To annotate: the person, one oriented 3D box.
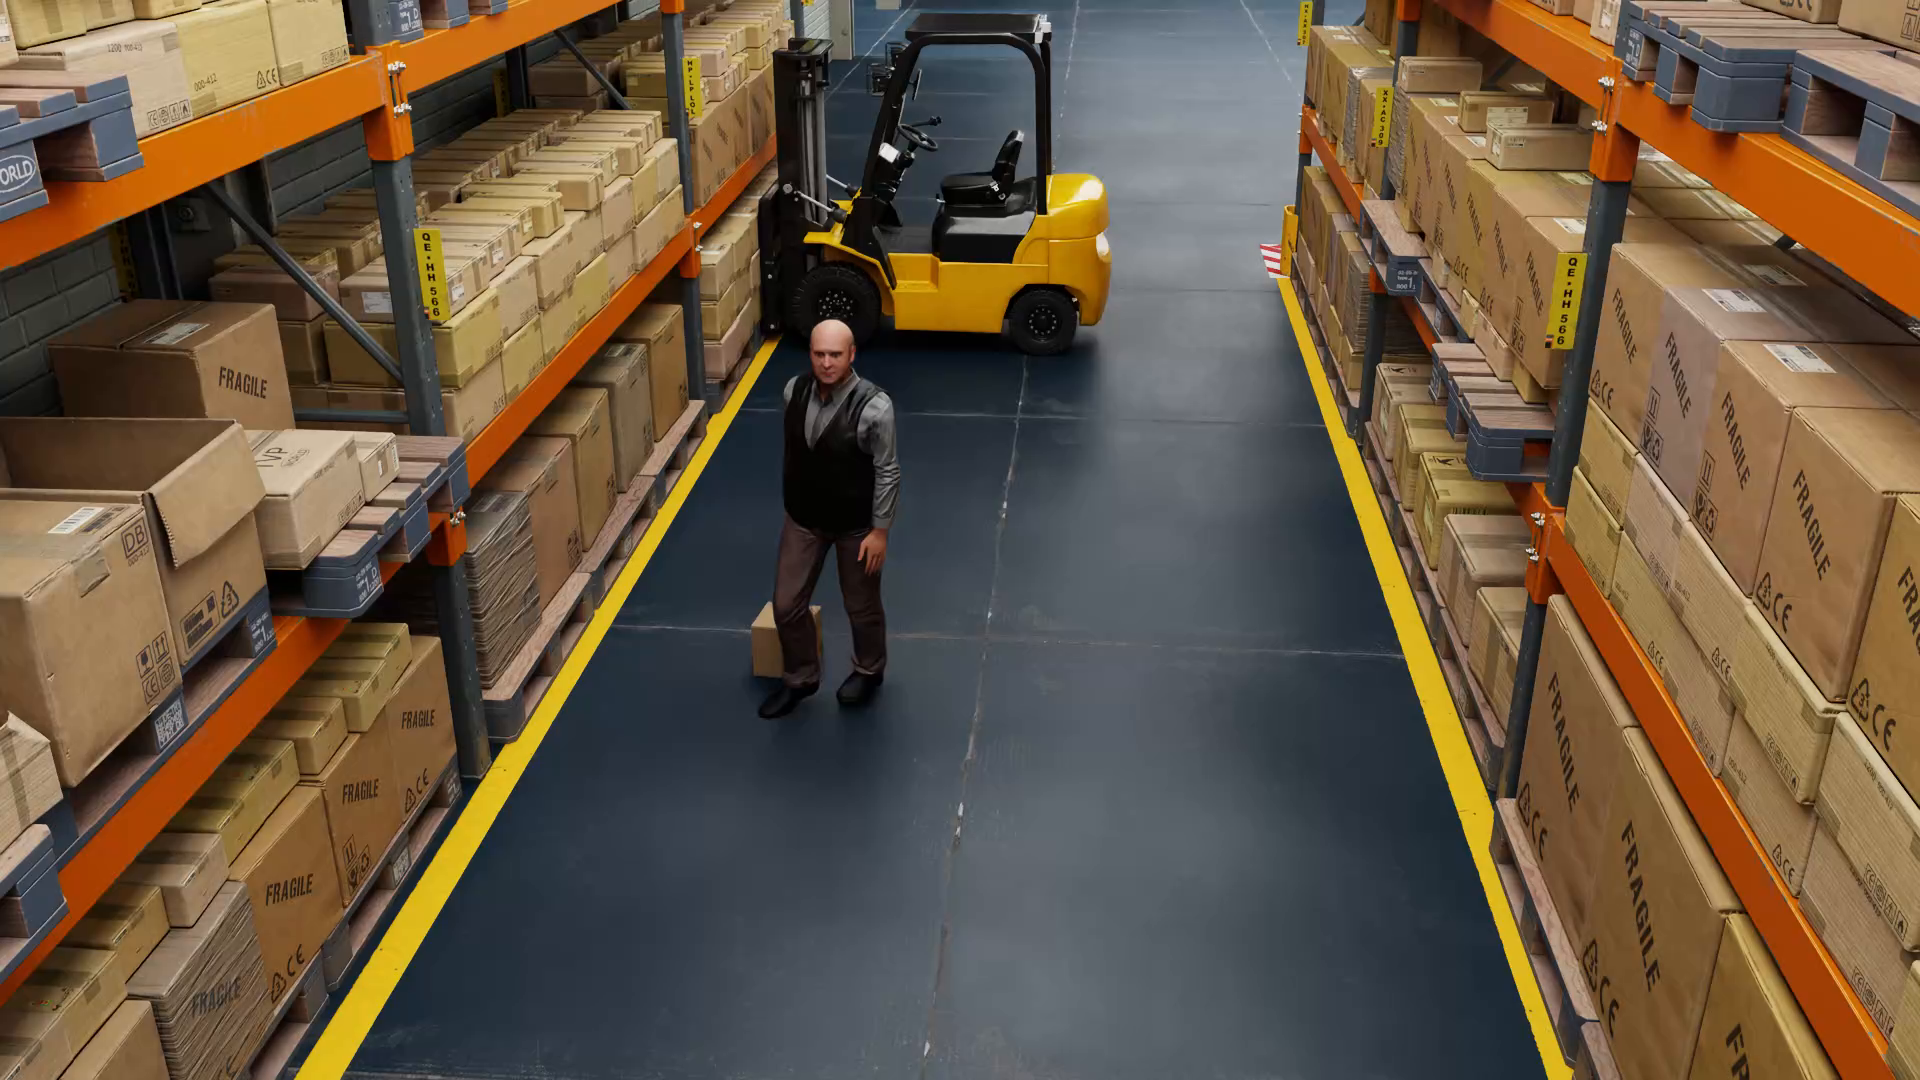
[{"bbox_3d":[-0.500,-0.073,6.782,0.610,1.747,0.520,10,26,21],"label":"person"}]
